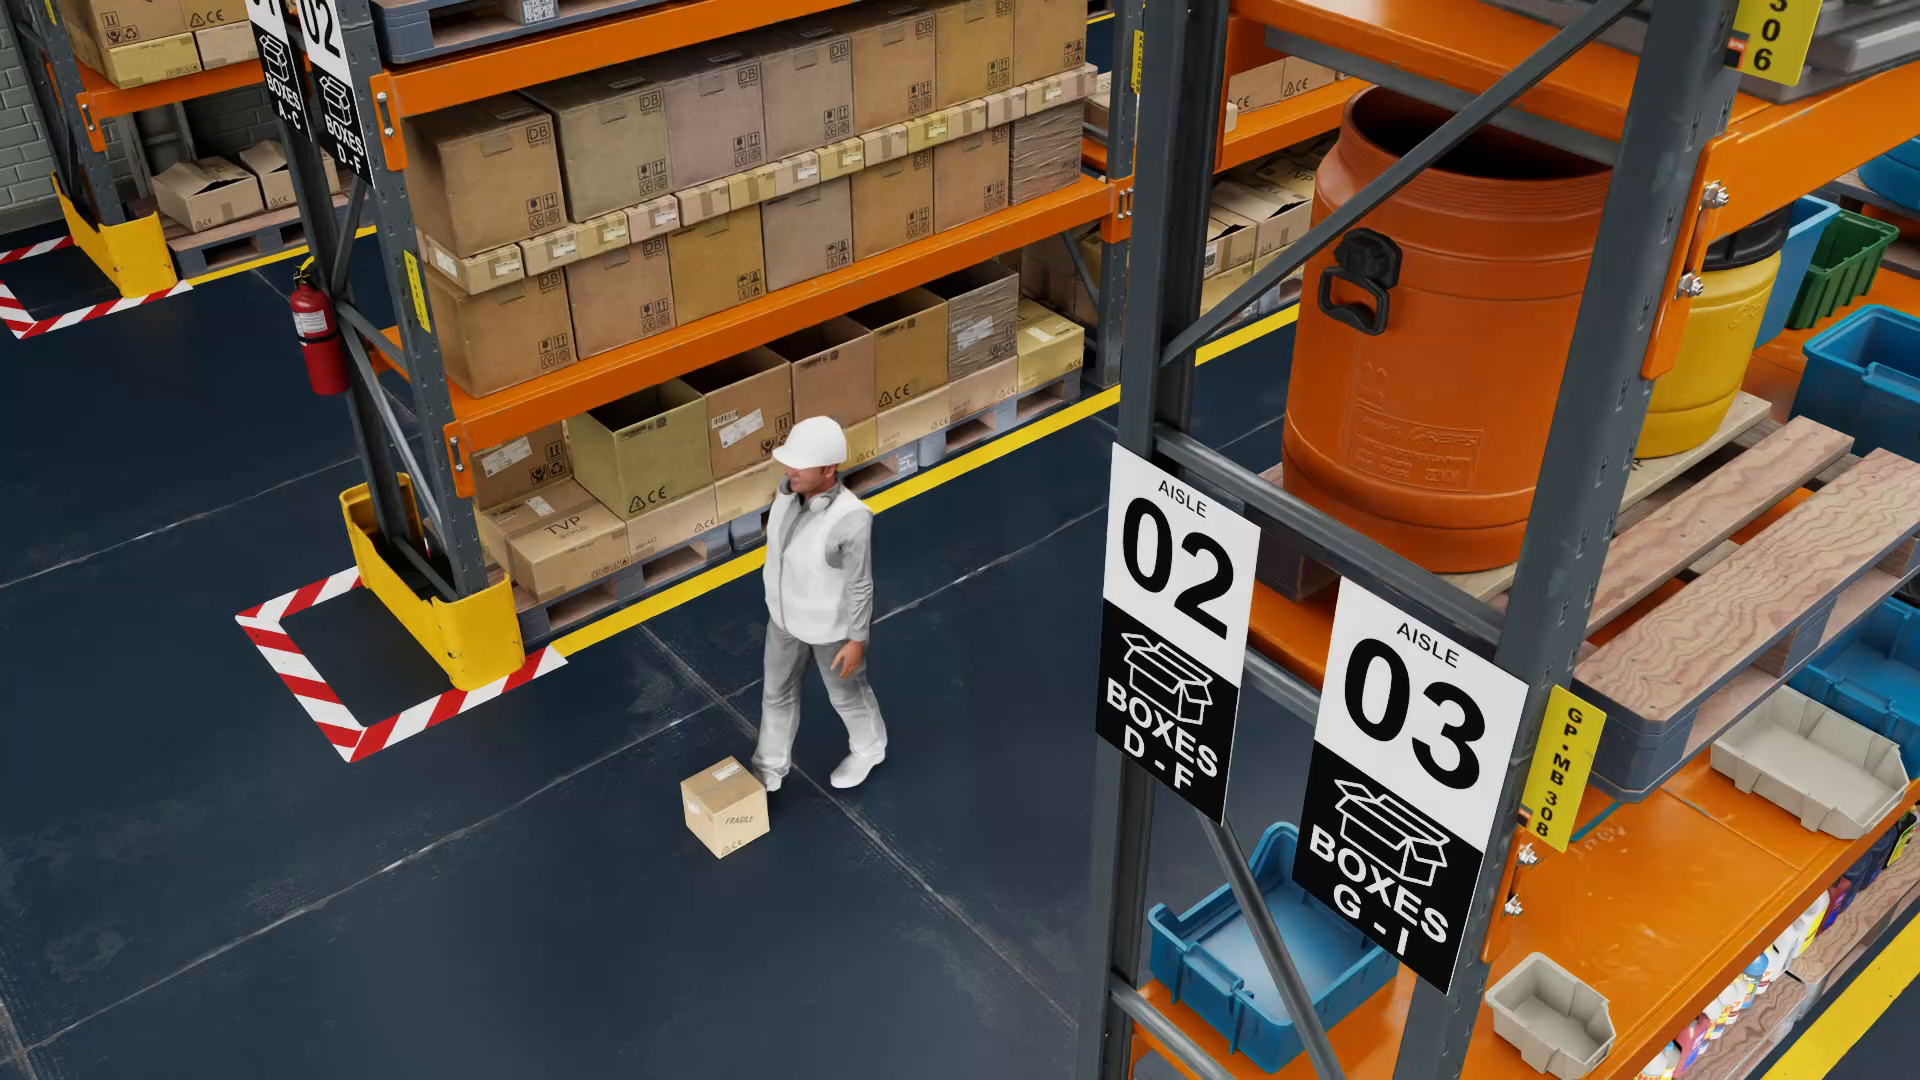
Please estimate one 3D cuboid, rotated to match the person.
[{"bbox_3d":[-0.602,0.312,6.632,0.400,1.776,0.531,-25,43,-30],"label":"person"}]
